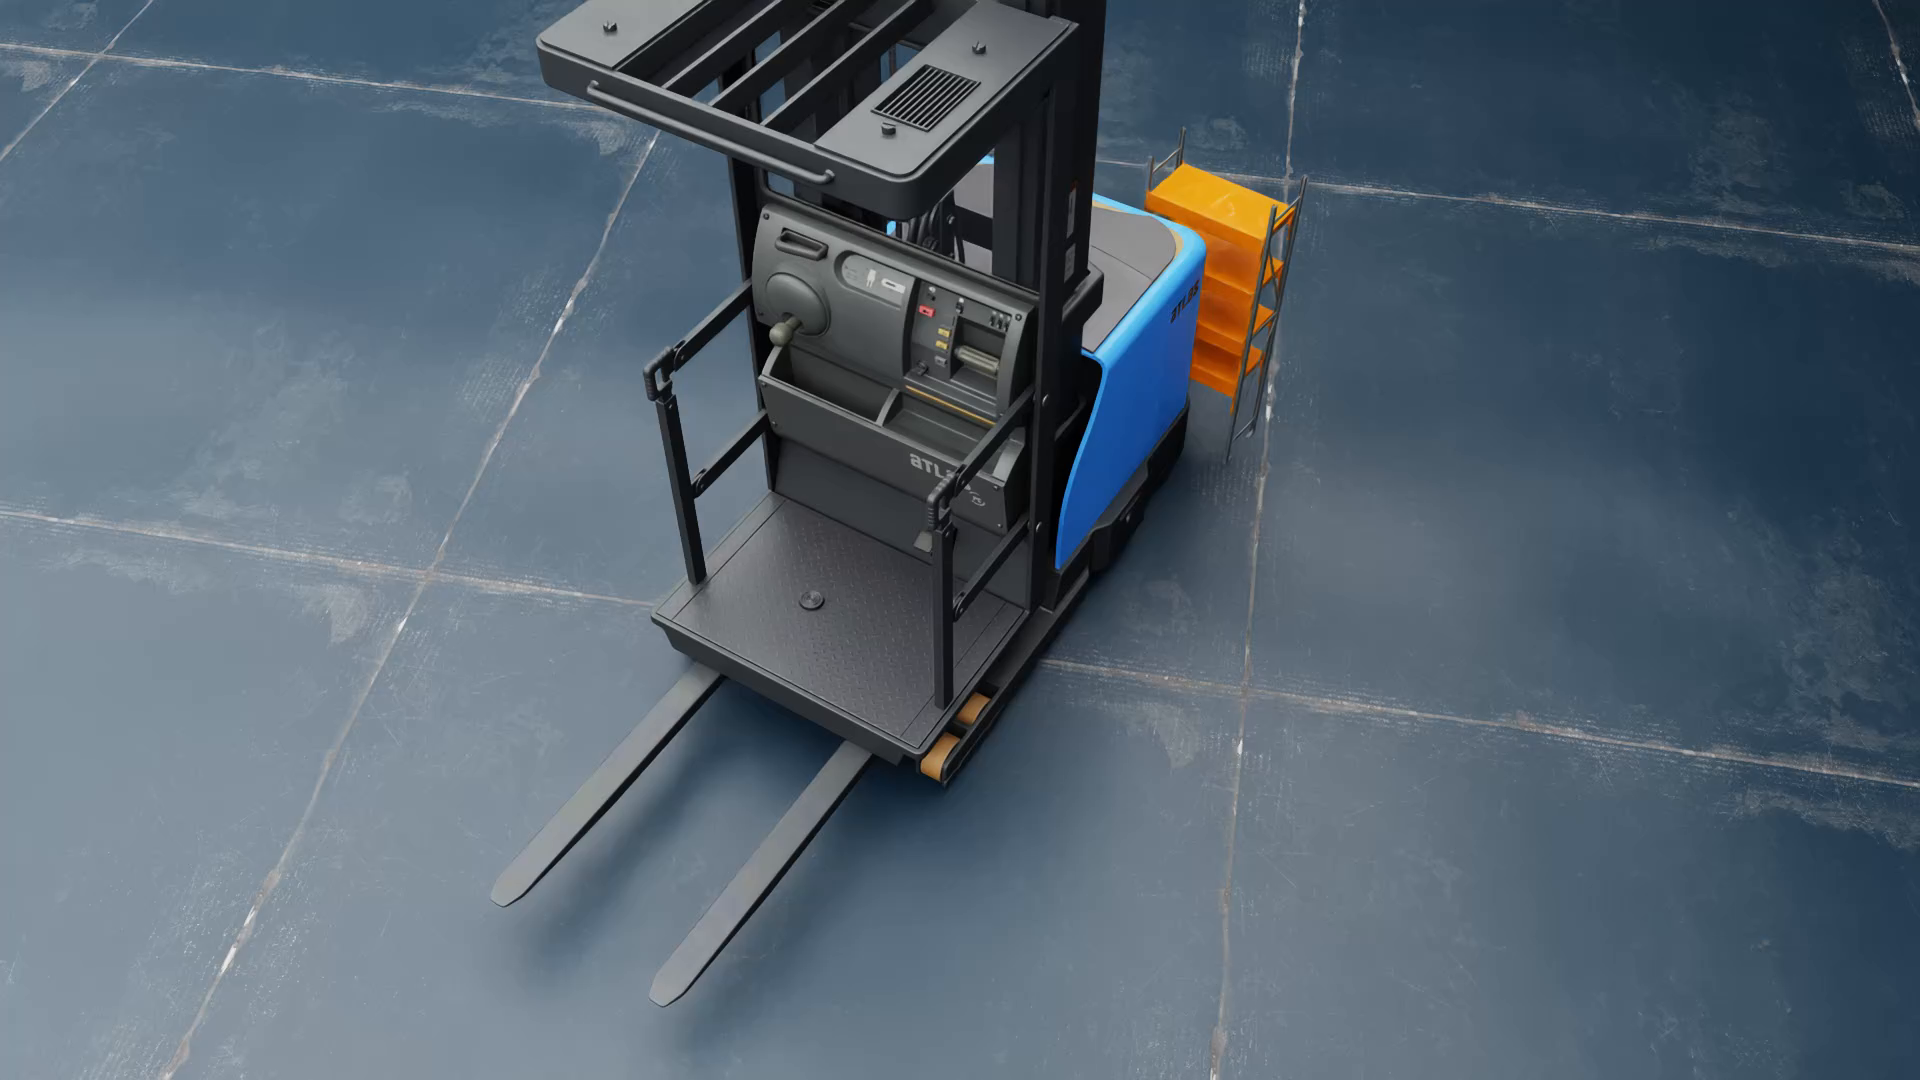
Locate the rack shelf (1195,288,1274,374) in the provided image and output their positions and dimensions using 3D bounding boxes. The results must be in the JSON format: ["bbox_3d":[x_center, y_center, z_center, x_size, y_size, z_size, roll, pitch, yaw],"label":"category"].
[{"bbox_3d":[0.918,-0.842,6.283,0.480,0.148,0.258,28,51,23],"label":"rack shelf"}]

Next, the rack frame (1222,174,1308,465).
[{"bbox_3d":[1.117,-0.782,6.139,0.015,1.200,0.240,28,51,23],"label":"rack frame"}]

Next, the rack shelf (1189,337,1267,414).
[{"bbox_3d":[0.912,-0.705,6.426,0.480,0.148,0.258,28,51,23],"label":"rack shelf"}]

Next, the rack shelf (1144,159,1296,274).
[{"bbox_3d":[0.930,-1.162,5.952,0.480,0.148,0.258,28,51,23],"label":"rack shelf"}]

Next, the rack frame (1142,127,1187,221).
[{"bbox_3d":[0.722,-0.996,6.330,0.015,1.200,0.240,28,51,23],"label":"rack frame"}]

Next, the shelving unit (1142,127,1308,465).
[{"bbox_3d":[0.919,-0.889,6.235,0.503,1.200,0.258,28,51,23],"label":"shelving unit"}]

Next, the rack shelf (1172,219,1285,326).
[{"bbox_3d":[0.923,-0.998,6.122,0.480,0.148,0.258,28,51,23],"label":"rack shelf"}]

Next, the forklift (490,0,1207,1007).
[{"bbox_3d":[-0.332,-0.582,4.803,1.130,2.935,3.031,25,53,21],"label":"forklift"}]
